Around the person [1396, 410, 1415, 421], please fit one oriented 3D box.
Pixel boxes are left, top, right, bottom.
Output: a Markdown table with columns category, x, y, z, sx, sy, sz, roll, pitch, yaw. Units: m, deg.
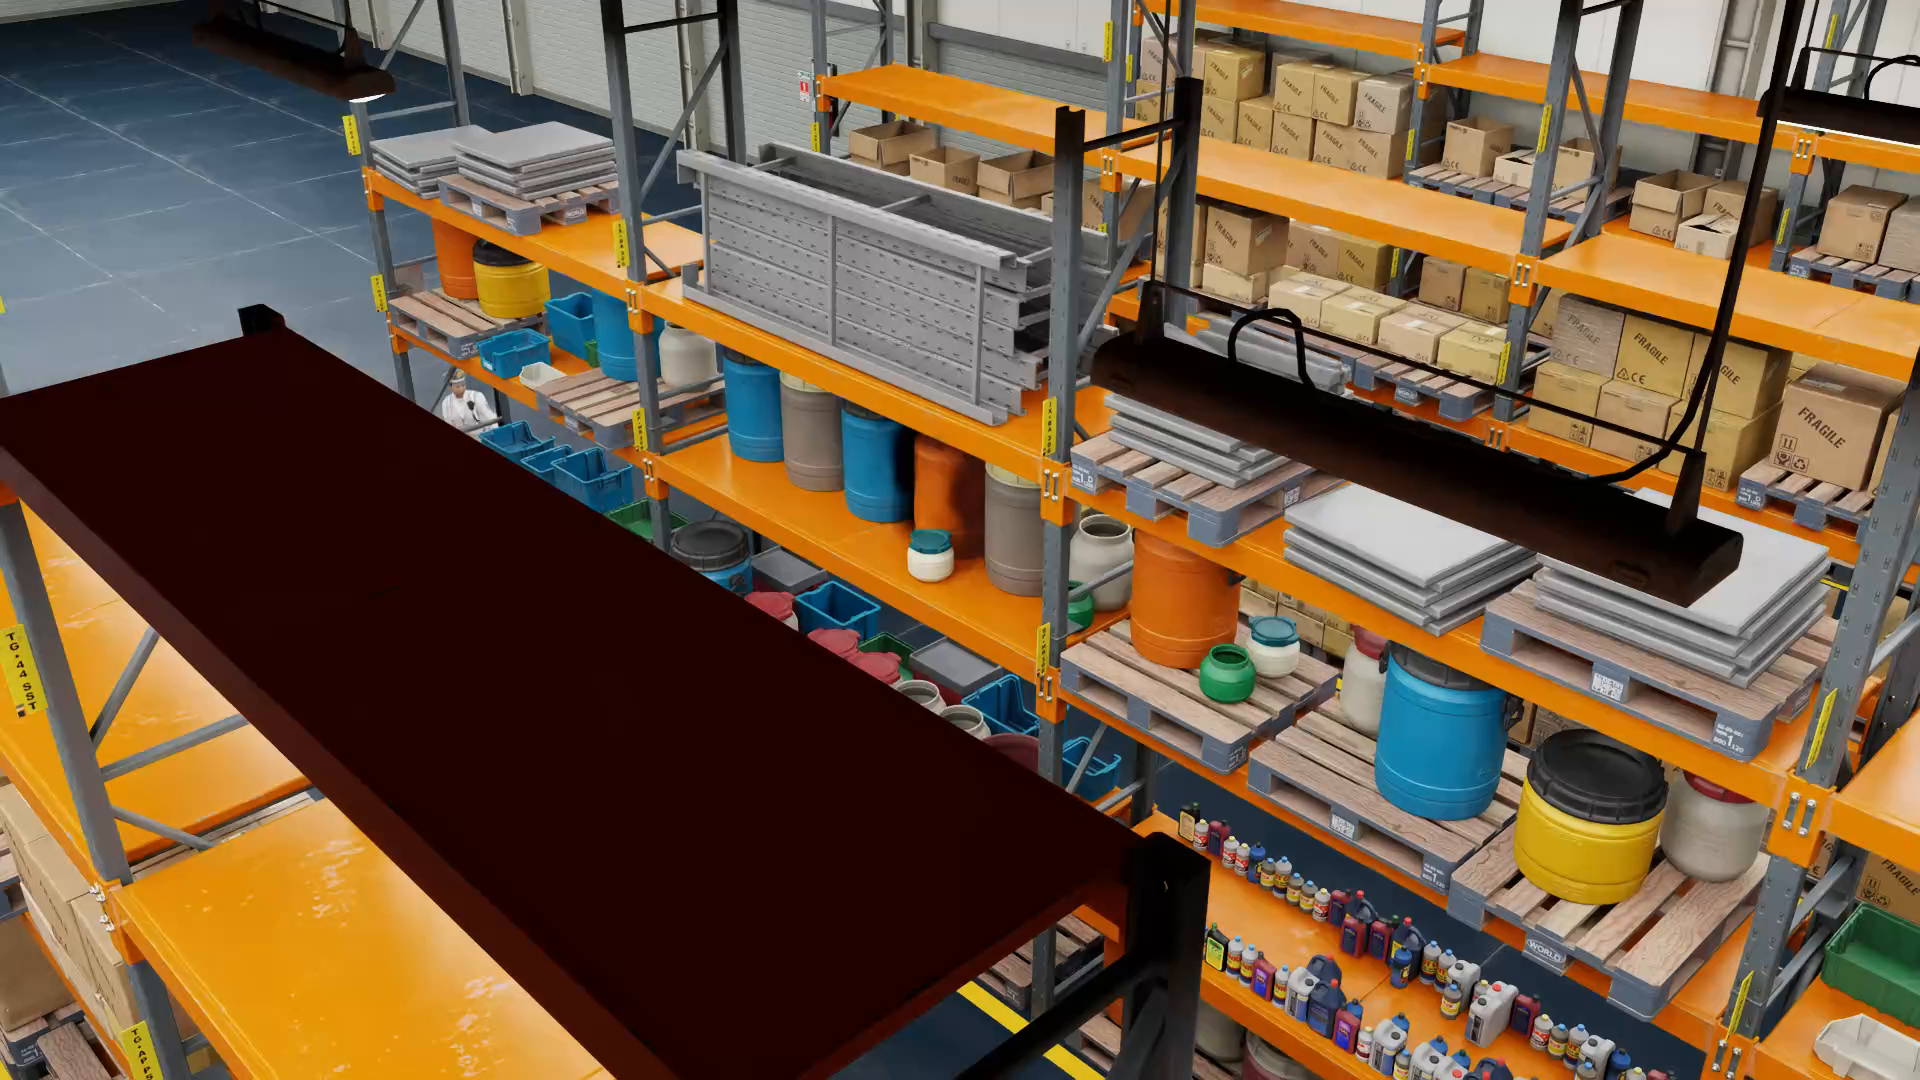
| category | x | y | z | sx | sy | sz | roll | pitch | yaw |
| --- | --- | --- | --- | --- | --- | --- | --- | --- | --- |
| person | 4.074 | -0.461 | 15.984 | 0.568 | 1.777 | 0.552 | -4 | 28 | -8 |

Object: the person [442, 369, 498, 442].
| category | x | y | z | sx | sy | sz | roll | pitch | yaw |
| --- | --- | --- | --- | --- | --- | --- | --- | --- | --- |
| person | -4.923 | -0.932 | 16.862 | 0.615 | 1.705 | 0.517 | 5 | 29 | 9 |
